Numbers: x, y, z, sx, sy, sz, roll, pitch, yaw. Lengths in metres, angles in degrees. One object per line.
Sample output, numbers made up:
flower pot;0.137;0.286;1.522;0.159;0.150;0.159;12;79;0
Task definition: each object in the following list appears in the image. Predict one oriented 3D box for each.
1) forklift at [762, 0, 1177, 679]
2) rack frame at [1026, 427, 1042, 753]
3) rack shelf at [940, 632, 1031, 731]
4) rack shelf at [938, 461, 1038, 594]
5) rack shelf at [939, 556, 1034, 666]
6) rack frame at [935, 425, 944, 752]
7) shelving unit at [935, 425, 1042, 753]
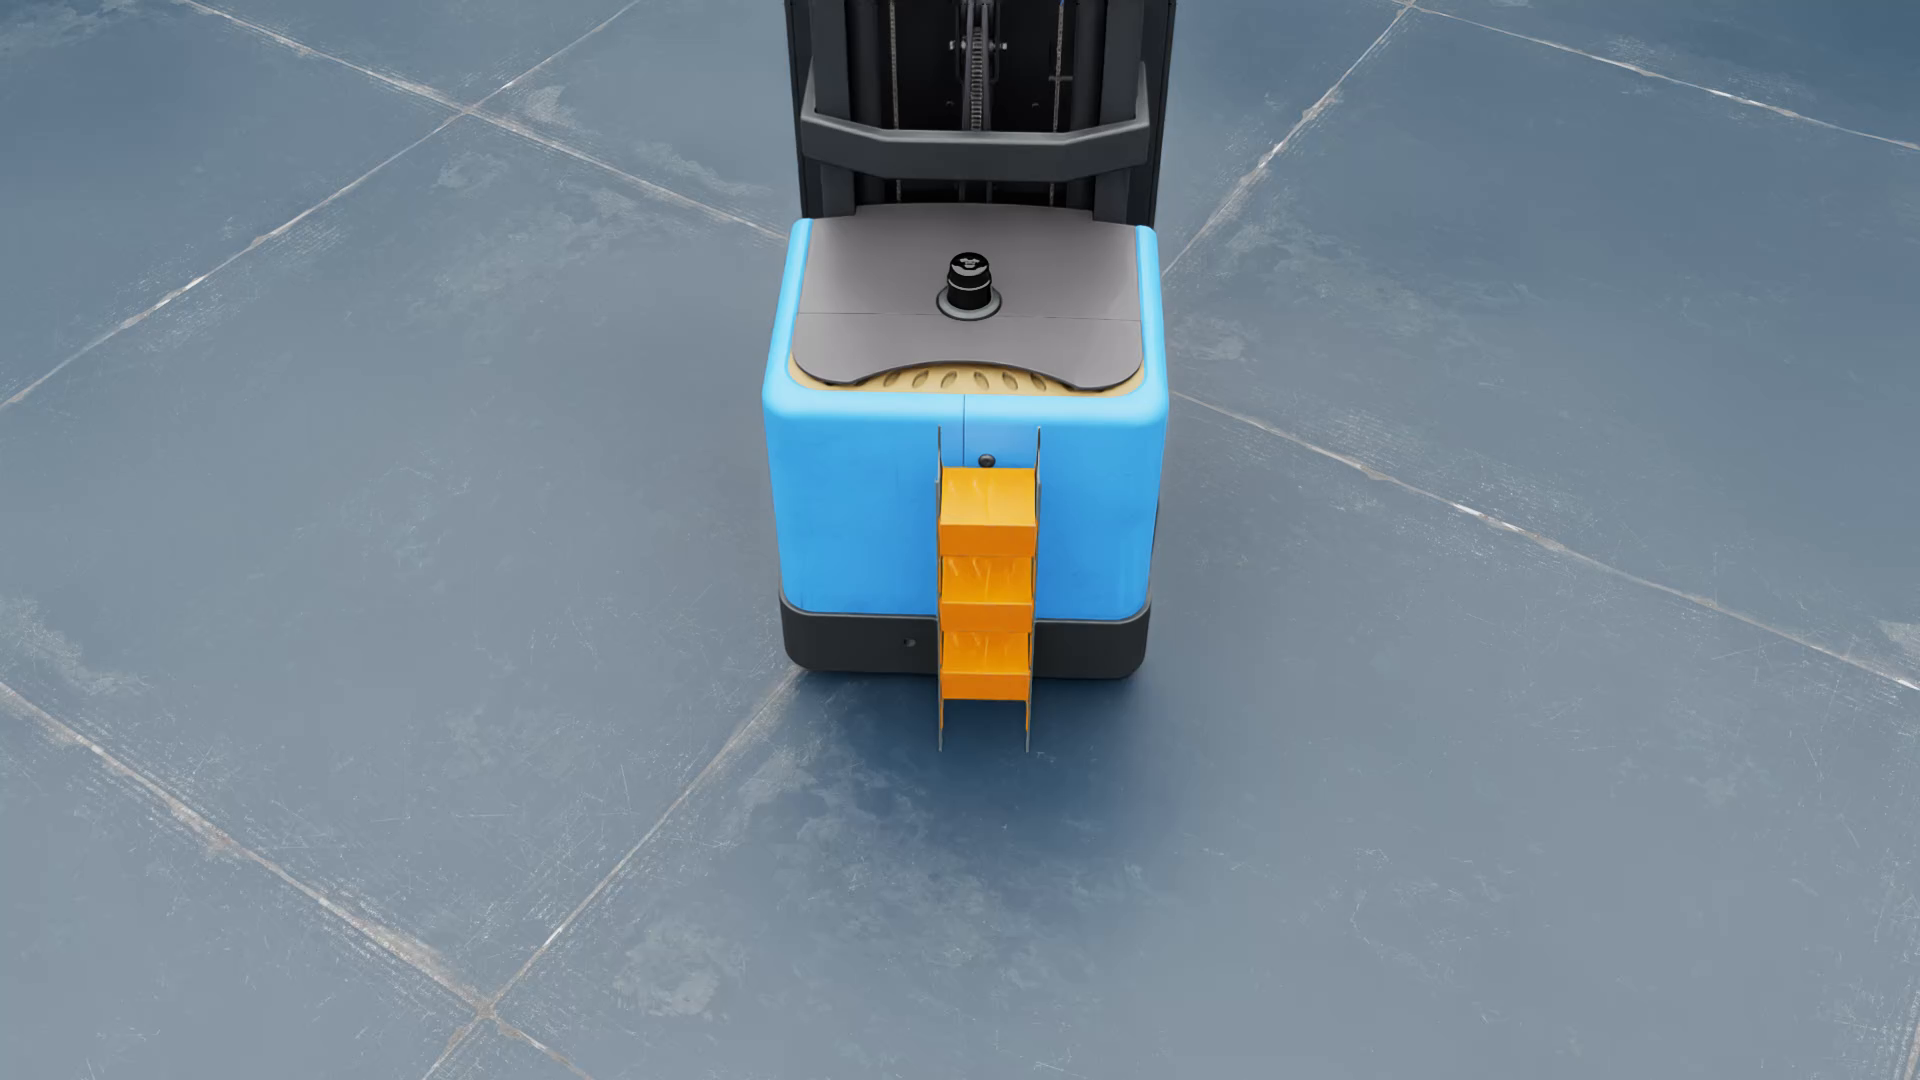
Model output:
forklift;0.065;-1.669;4.829;1.130;2.935;3.031;2;46;1
rack frame;0.191;0.162;4.361;0.008;1.050;0.200;1;46;1
rack shelf;0.069;0.361;4.570;0.240;0.259;0.215;1;46;1
rack shelf;0.069;-0.031;4.167;0.240;0.259;0.215;1;46;1
rack shelf;0.069;0.167;4.370;0.240;0.259;0.215;1;46;1
rack frame;-0.053;0.158;4.365;0.008;1.050;0.200;1;46;1
shelving unit;0.069;0.160;4.363;0.252;1.050;0.215;1;46;1
